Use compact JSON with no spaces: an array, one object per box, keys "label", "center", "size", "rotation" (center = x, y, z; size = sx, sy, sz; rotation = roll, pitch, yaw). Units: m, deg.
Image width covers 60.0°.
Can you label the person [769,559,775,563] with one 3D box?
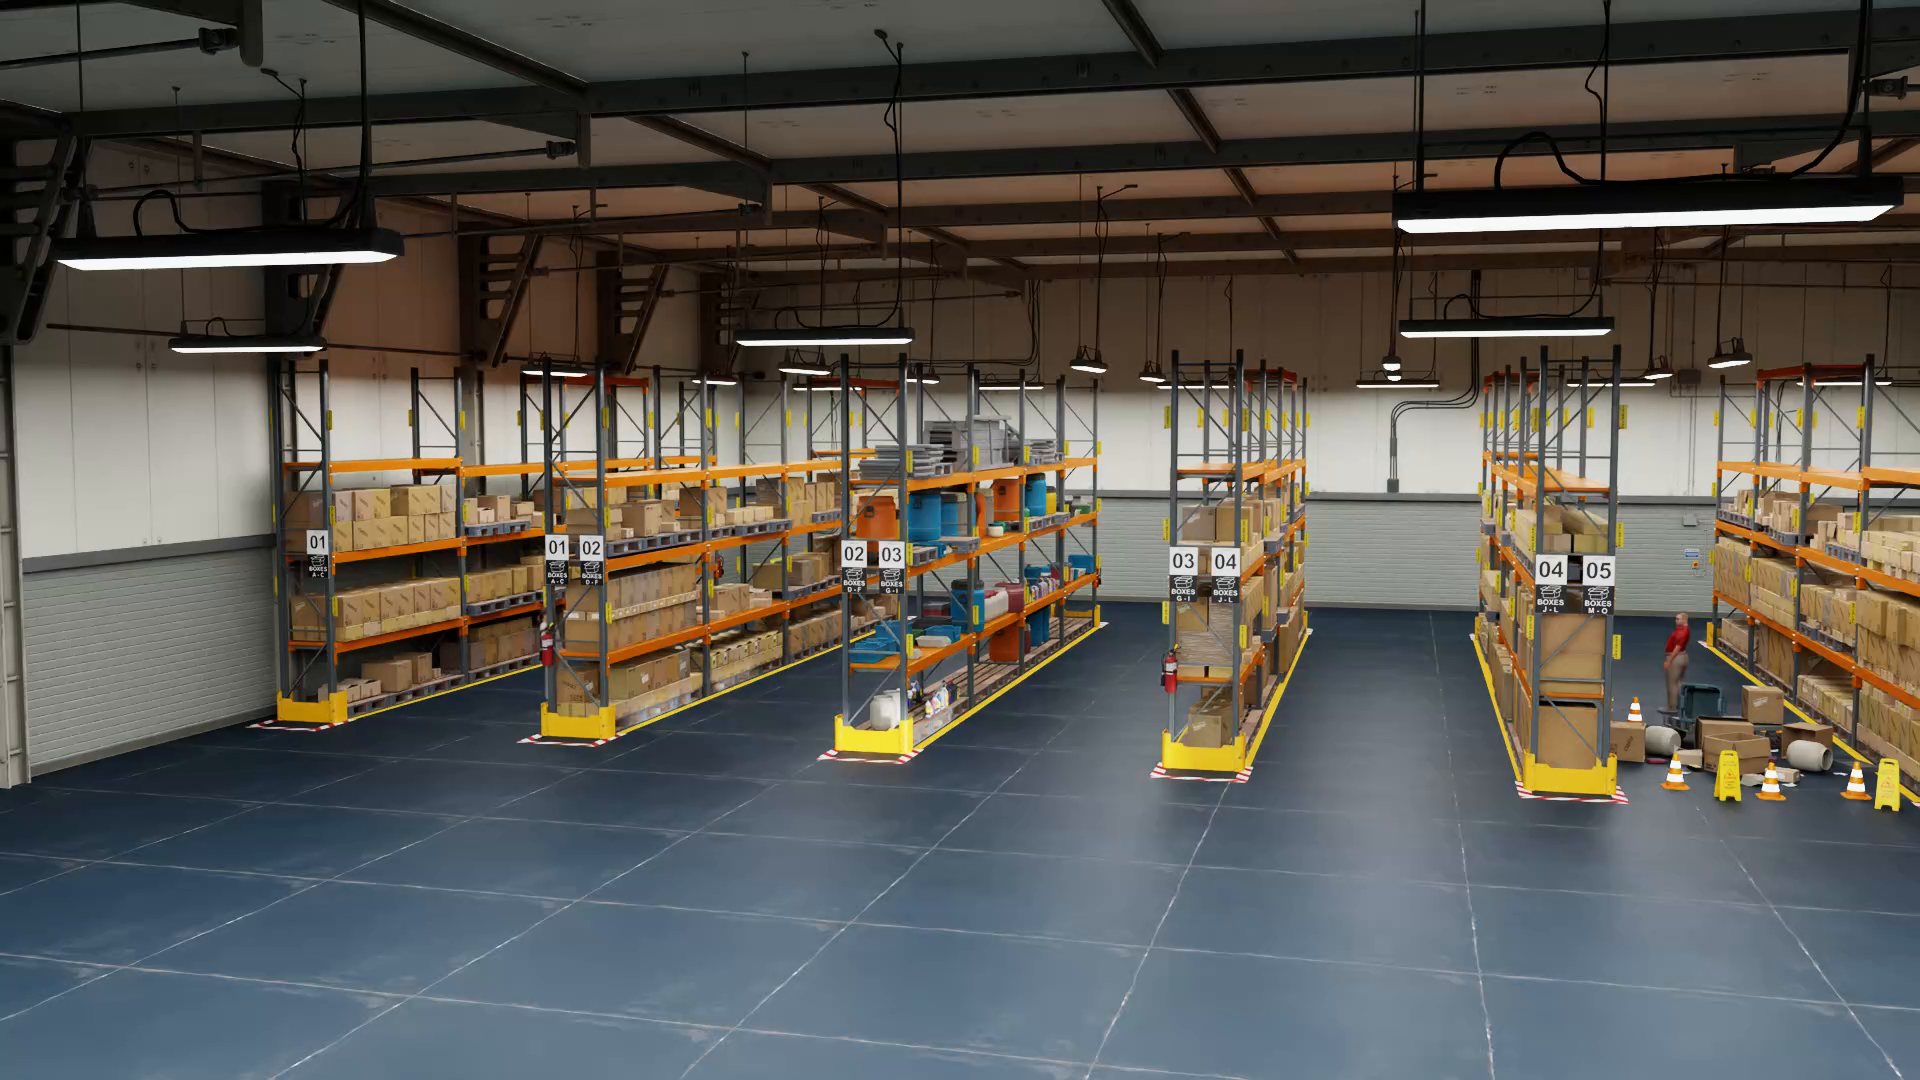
[{"label":"person","center":[-4.434,1.309,39.051],"size":[0.532,1.701,1.030],"rotation":[2,4,20]}]

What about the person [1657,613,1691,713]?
[{"label":"person","center":[12.226,2.121,28.433],"size":[0.604,1.776,0.489],"rotation":[-3,5,-40]}]

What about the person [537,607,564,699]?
[{"label":"person","center":[-7.285,2.046,29.730],"size":[0.540,1.710,0.473],"rotation":[3,5,37]}]

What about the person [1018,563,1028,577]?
[{"label":"person","center":[1.563,1.351,39.775],"size":[0.368,1.599,0.441],"rotation":[-4,6,-44]}]
